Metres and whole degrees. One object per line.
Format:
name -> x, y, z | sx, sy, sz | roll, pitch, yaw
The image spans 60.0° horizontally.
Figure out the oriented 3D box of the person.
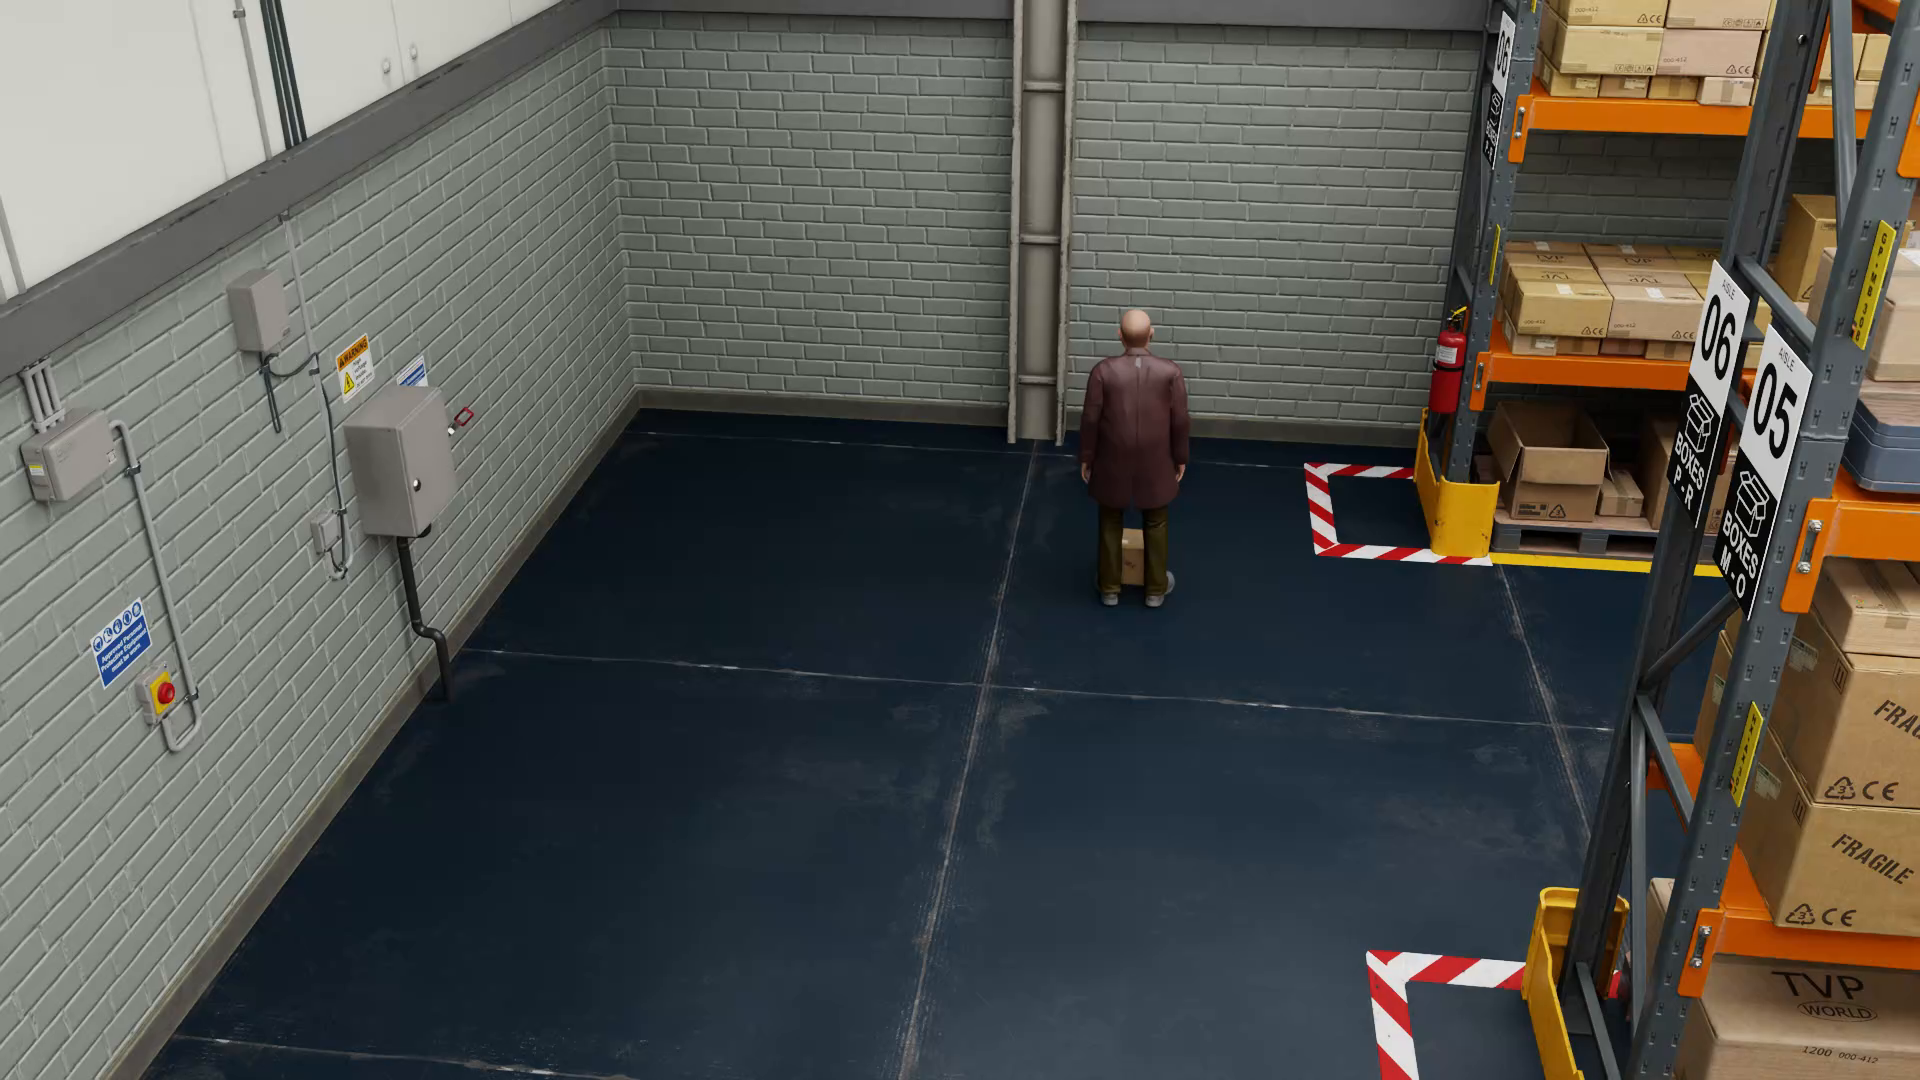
person -> 0.988, -0.456, 9.497 | 0.642, 1.772, 0.428 | 2, 28, 4
